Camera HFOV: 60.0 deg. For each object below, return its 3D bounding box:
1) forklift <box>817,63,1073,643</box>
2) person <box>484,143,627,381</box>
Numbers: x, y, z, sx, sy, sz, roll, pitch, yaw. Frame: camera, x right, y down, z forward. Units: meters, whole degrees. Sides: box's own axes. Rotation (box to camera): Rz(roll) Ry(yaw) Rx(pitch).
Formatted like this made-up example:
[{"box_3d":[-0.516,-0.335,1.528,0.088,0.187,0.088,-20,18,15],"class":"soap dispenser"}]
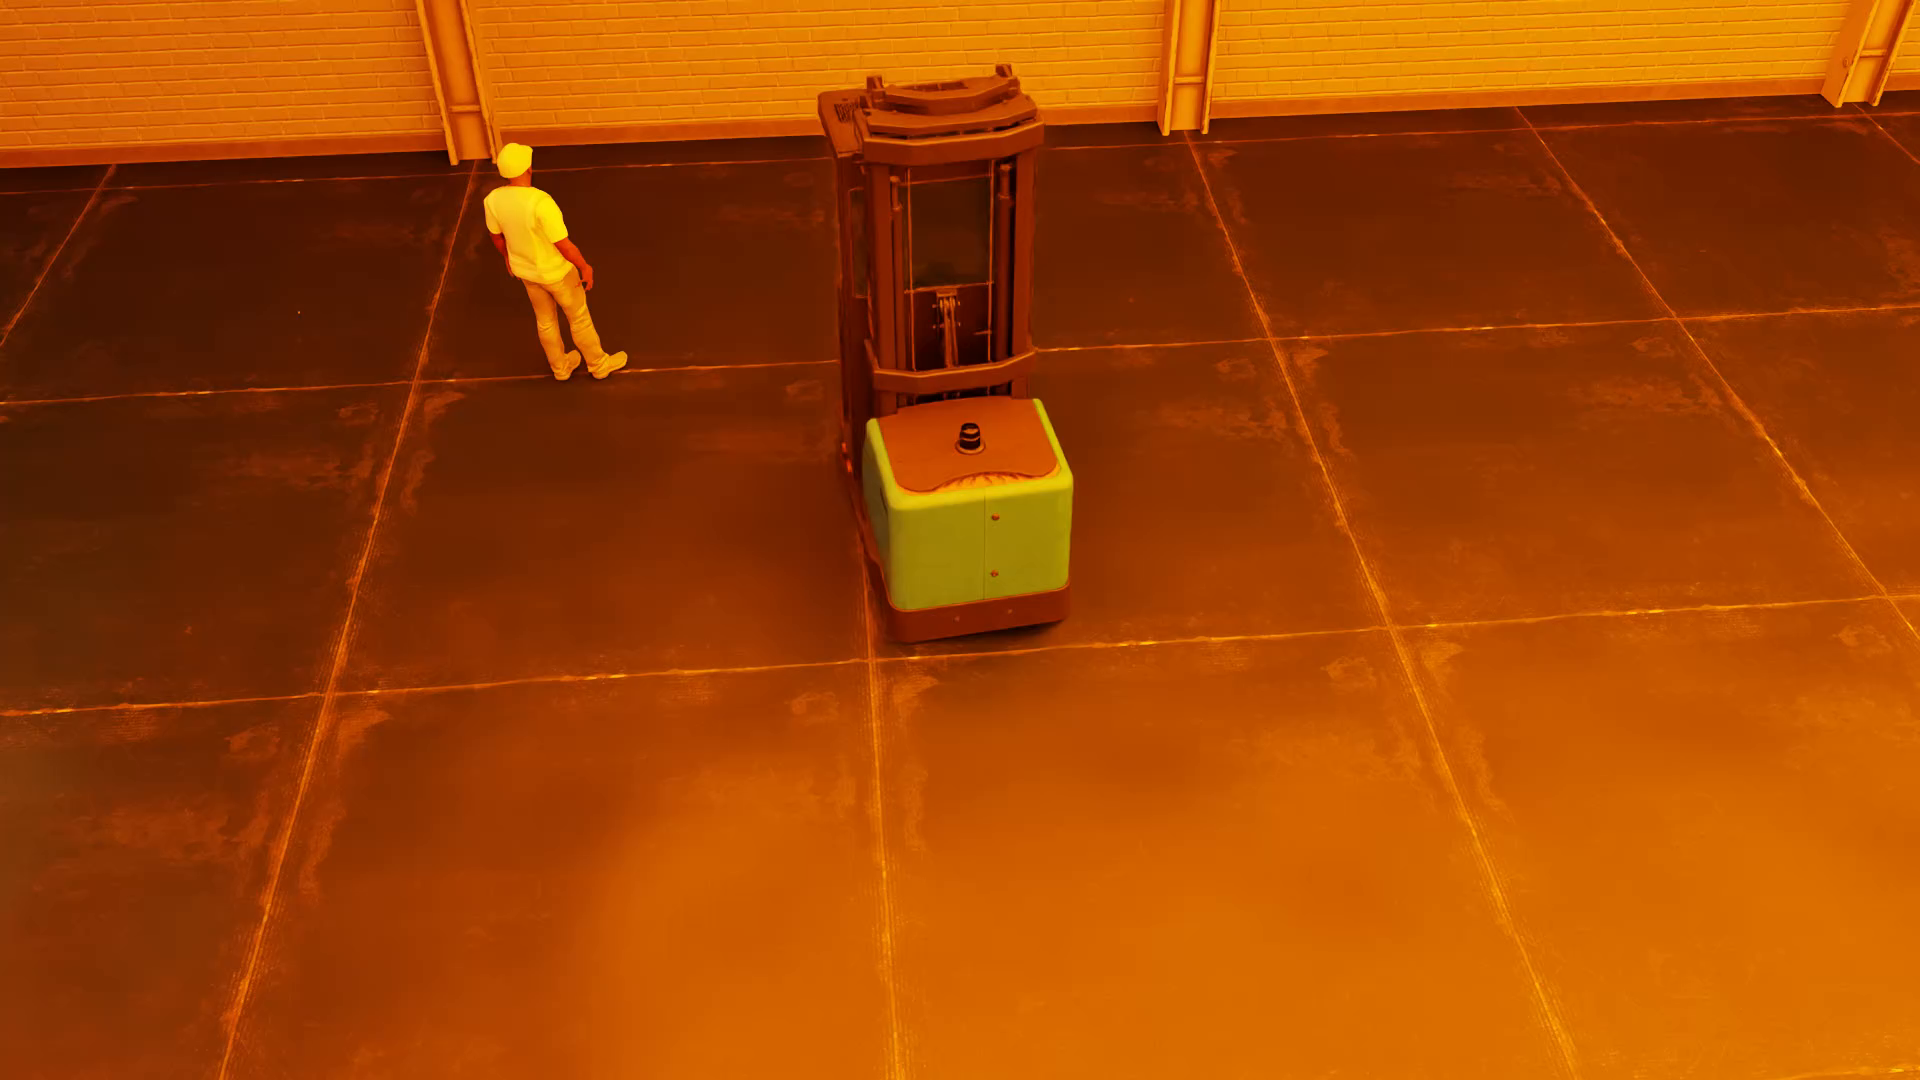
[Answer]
[{"box_3d":[-0.177,-1.499,9.691,1.130,2.935,3.031,-8,41,-9],"class":"forklift"},{"box_3d":[-2.702,-1.844,10.979,0.666,1.765,0.579,15,43,17],"class":"person"}]
